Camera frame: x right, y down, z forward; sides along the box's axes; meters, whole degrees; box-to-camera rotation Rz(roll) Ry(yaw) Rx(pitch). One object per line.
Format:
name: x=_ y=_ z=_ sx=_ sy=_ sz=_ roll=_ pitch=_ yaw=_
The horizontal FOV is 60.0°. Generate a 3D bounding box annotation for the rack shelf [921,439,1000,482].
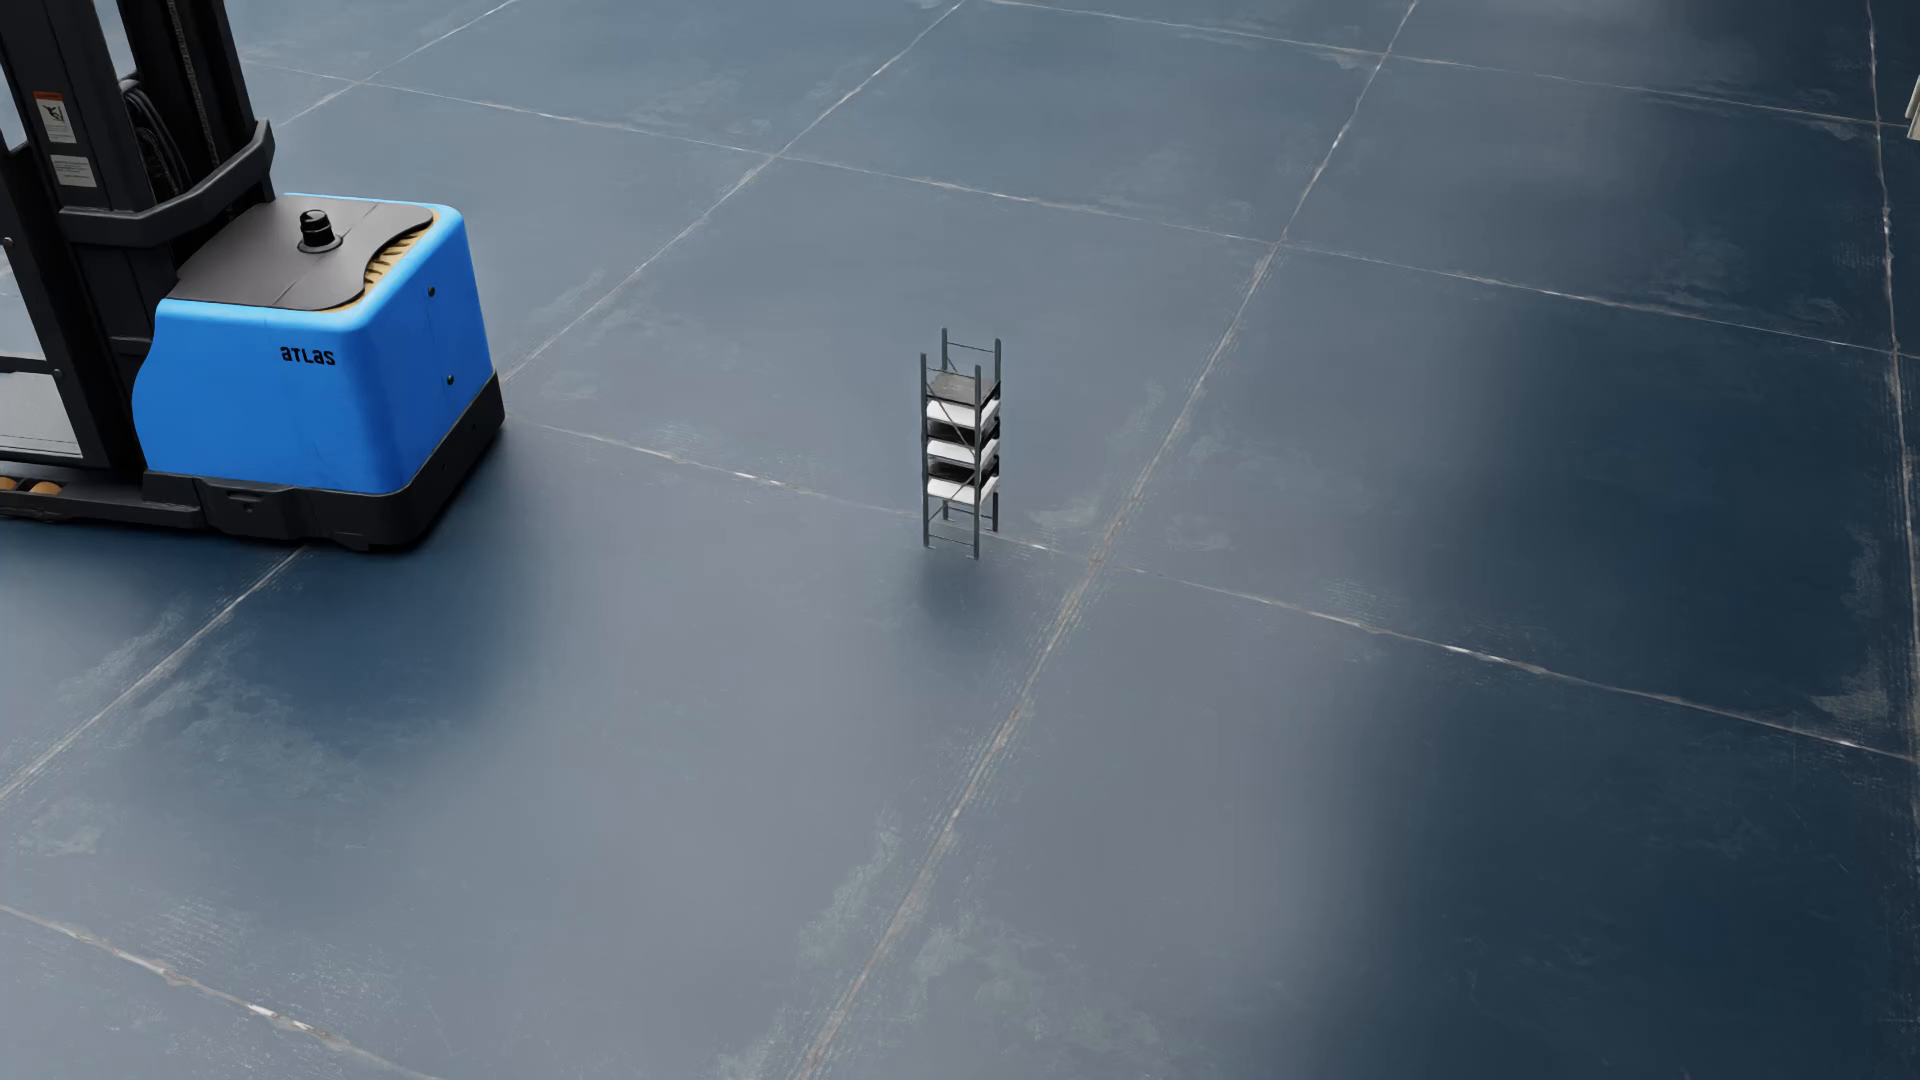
rack shelf: x=0.003 y=-0.338 z=6.507 sx=0.258 sy=0.077 sz=0.200 roll=14 pitch=39 yaw=18

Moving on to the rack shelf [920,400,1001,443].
rack shelf: x=0.003 y=-0.482 z=6.399 sx=0.258 sy=0.077 sz=0.200 roll=14 pitch=39 yaw=18

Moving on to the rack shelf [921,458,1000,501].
rack shelf: x=0.003 y=-0.266 z=6.560 sx=0.258 sy=0.077 sz=0.200 roll=14 pitch=39 yaw=18

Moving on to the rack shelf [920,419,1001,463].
rack shelf: x=0.003 y=-0.410 z=6.453 sx=0.258 sy=0.077 sz=0.200 roll=14 pitch=39 yaw=18

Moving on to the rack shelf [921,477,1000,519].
rack shelf: x=0.003 y=-0.194 z=6.614 sx=0.258 sy=0.077 sz=0.200 roll=14 pitch=39 yaw=18

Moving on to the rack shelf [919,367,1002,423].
rack shelf: x=0.003 y=-0.554 z=6.345 sx=0.258 sy=0.077 sz=0.200 roll=14 pitch=39 yaw=18

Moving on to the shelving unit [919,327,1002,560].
shelving unit: x=0.003 y=-0.365 z=6.487 sx=0.258 sy=0.900 sz=0.210 roll=14 pitch=39 yaw=18

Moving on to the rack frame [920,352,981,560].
rack frame: x=-0.036 y=-0.309 z=6.411 sx=0.240 sy=0.900 sz=0.006 roll=14 pitch=39 yaw=18

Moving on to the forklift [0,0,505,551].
forklift: x=-3.576 y=-1.550 z=6.376 sx=3.031 sy=2.935 sz=1.130 roll=6 pitch=37 yaw=8

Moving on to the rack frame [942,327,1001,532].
rack frame: x=0.042 y=-0.421 z=6.562 sx=0.240 sy=0.900 sz=0.006 roll=14 pitch=39 yaw=18
